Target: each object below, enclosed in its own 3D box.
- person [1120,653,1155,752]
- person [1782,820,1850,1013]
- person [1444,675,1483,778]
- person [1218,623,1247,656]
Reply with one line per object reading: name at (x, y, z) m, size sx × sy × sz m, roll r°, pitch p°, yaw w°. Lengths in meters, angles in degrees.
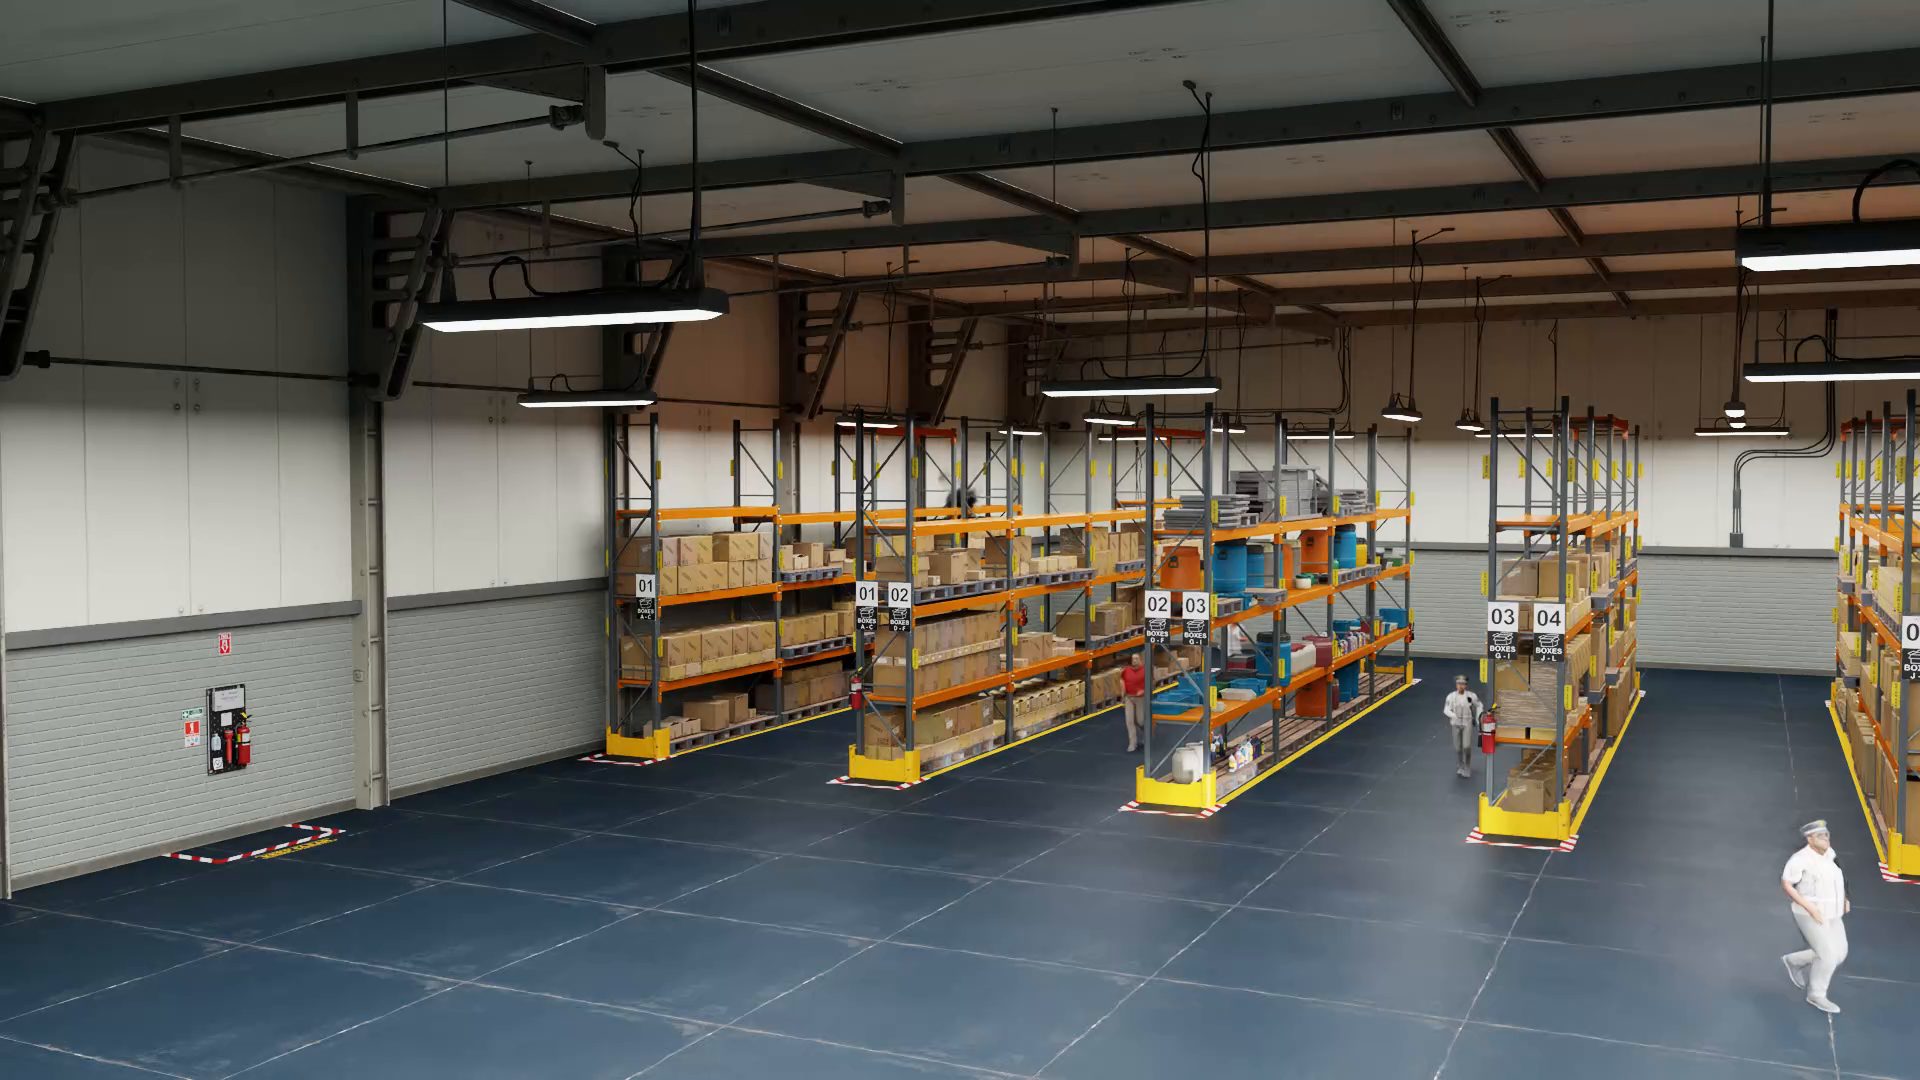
person at (3.158, 2.895, 29.842) m, size 0.670 × 1.724 × 0.748 m, roll 1°, pitch 3°, yaw 21°
person at (7.999, 3.479, 15.600) m, size 0.658 × 1.763 × 0.612 m, roll -1°, pitch 3°, yaw -28°
person at (8.161, 3.023, 26.995) m, size 0.578 × 1.671 × 0.739 m, roll 1°, pitch 3°, yaw 23°
person at (6.136, 2.504, 37.411) m, size 0.659 × 1.781 × 0.990 m, roll 1°, pitch 2°, yaw 14°
